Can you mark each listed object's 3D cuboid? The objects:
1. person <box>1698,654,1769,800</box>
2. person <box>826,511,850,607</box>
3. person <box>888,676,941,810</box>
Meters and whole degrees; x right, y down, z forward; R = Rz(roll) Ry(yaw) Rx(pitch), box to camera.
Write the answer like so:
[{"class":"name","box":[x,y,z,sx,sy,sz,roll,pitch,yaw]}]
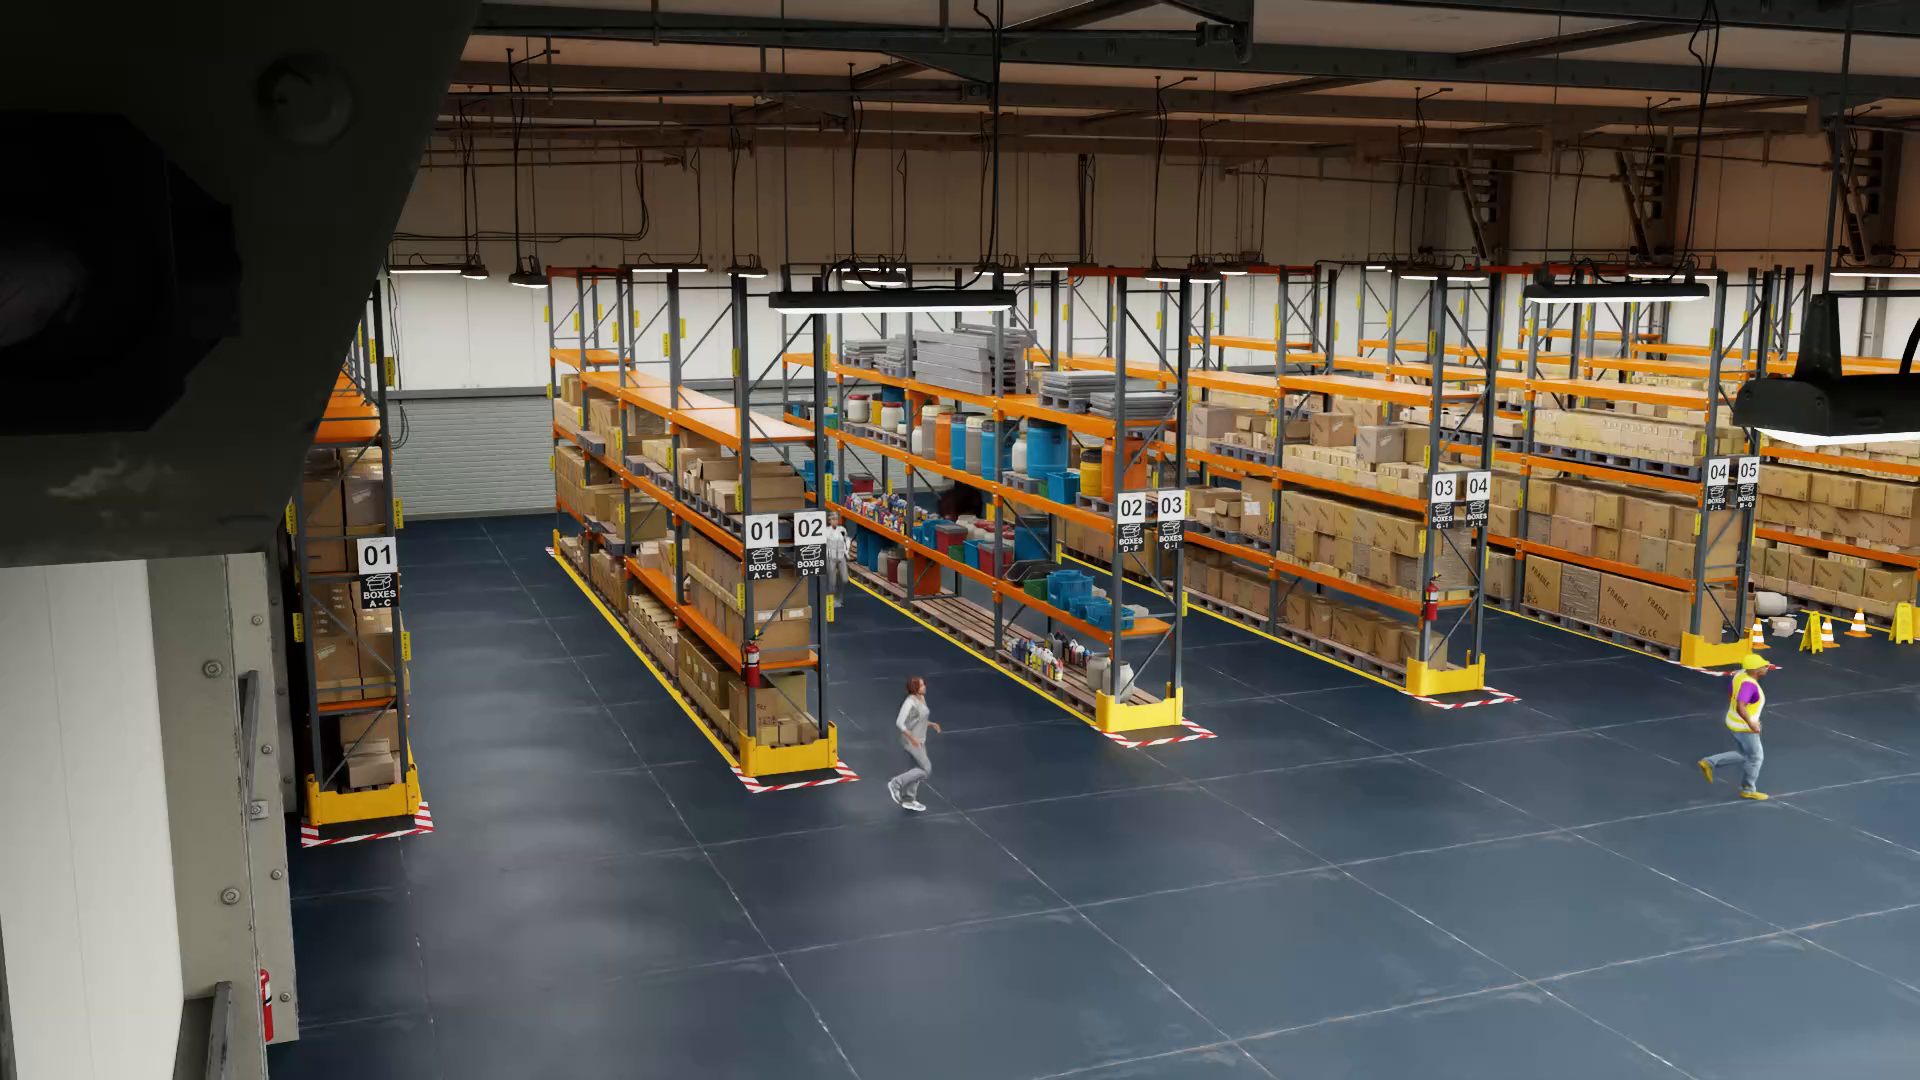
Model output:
[{"class":"person","box":[9.043,2.167,19.304,0.788,1.739,0.725,2,10,13]},{"class":"person","box":[-2.089,0.337,28.235,0.589,1.680,0.528,-4,11,-22]},{"class":"person","box":[-0.515,2.310,18.964,0.569,1.570,0.527,2,10,12]}]
